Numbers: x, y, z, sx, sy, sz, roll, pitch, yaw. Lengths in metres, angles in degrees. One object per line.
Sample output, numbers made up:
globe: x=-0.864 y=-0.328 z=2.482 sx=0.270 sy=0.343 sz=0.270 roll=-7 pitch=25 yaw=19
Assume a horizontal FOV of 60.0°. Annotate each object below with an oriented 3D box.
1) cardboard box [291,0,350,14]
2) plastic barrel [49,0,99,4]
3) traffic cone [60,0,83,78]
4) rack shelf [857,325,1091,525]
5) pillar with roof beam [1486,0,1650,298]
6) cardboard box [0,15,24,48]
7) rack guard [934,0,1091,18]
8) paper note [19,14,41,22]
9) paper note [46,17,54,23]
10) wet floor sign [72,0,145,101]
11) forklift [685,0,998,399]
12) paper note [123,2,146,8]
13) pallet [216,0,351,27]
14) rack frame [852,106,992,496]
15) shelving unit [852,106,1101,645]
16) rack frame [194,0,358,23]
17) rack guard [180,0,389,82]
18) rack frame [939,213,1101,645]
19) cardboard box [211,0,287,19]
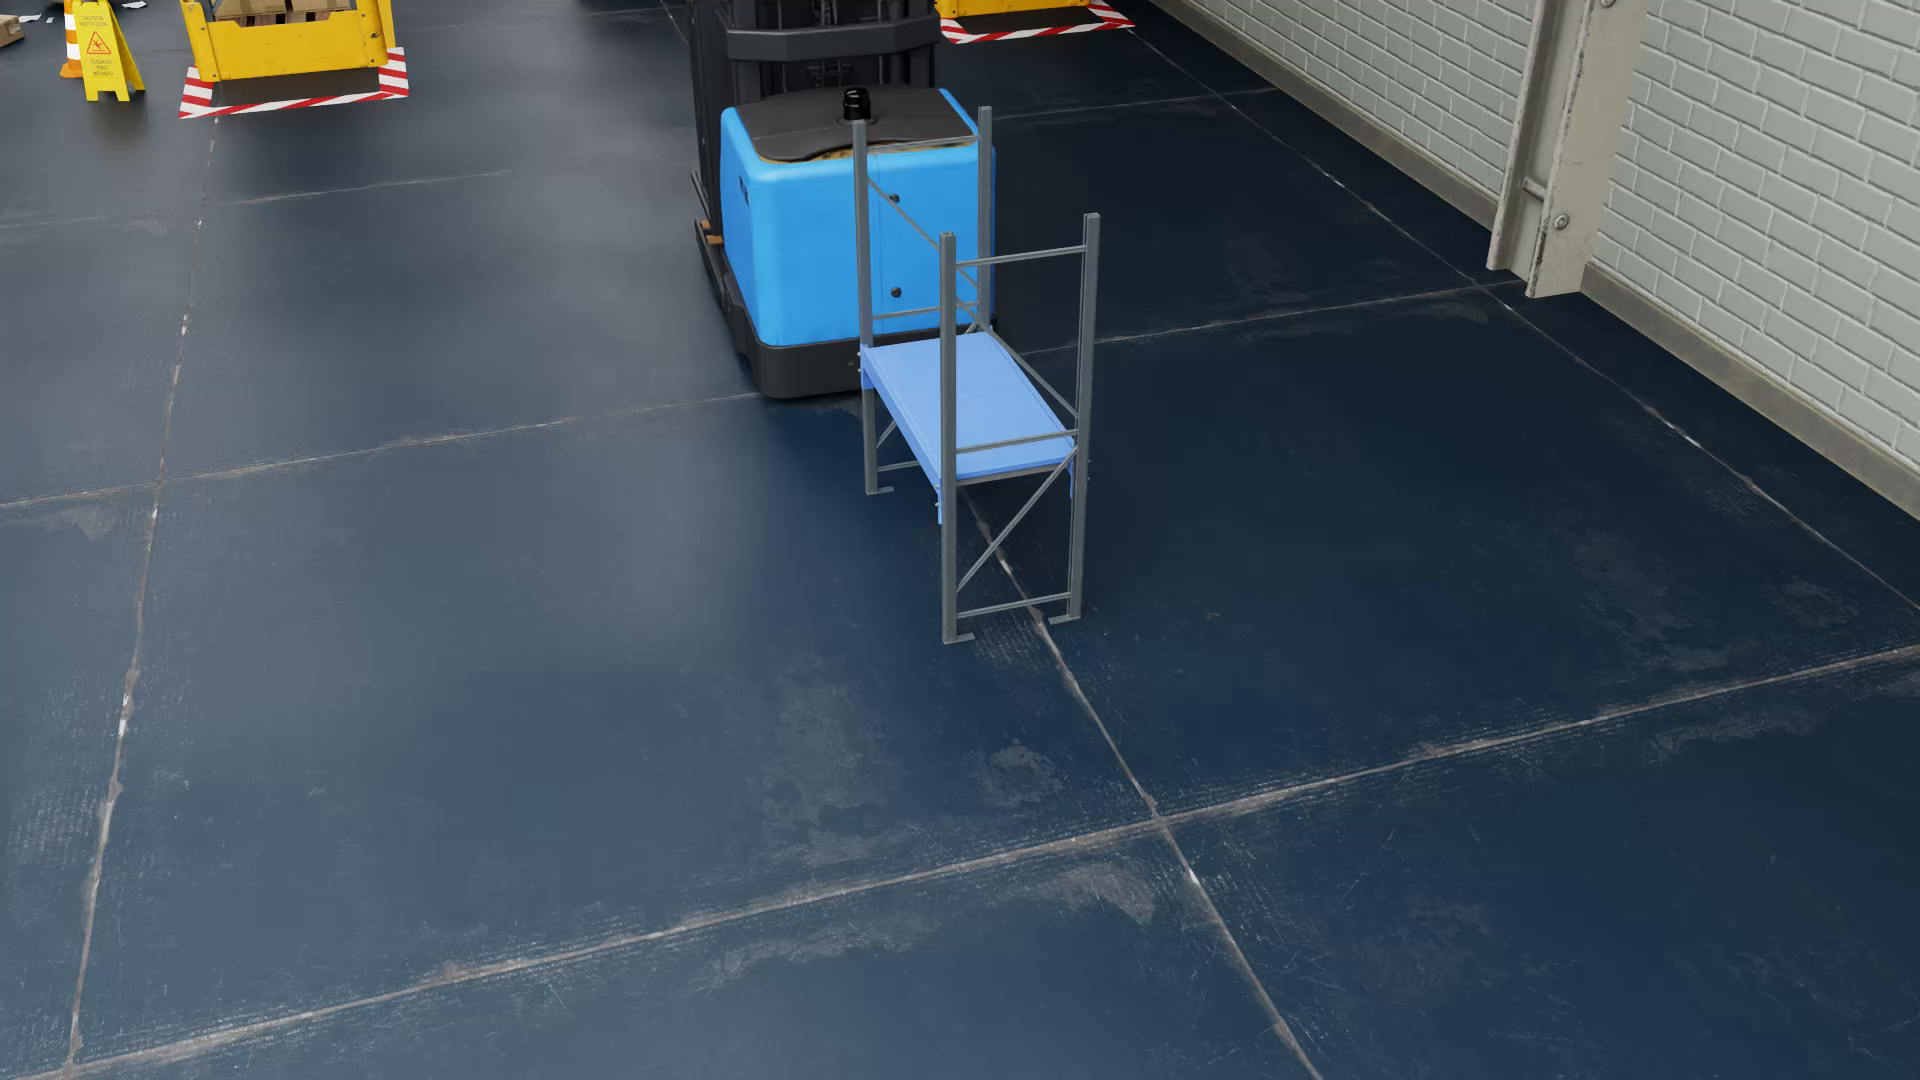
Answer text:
cardboard box: x=-4.348 y=-3.840 z=11.453 sx=0.500 sy=0.250 sz=0.500 roll=-10 pitch=35 yaw=-15
plastic barrel: x=-6.437 y=-4.097 z=12.066 sx=0.512 sy=0.421 sz=0.421 roll=13 pitch=36 yaw=18
traffic cone: x=-5.725 y=-3.292 z=10.813 sx=0.336 sy=0.463 sz=0.334 roll=-10 pitch=35 yaw=-15
rack shelf: x=0.026 y=-0.431 z=5.868 sx=0.538 sy=0.185 sz=1.000 roll=-10 pitch=35 yaw=-15
pillar with roof beam: x=-1.263 y=-4.324 z=4.632 sx=9.100 sy=9.000 sz=0.400 roll=-10 pitch=35 yaw=-15
cardboard box: x=-6.689 y=-3.501 z=11.413 sx=0.380 sy=0.149 sz=0.250 roll=7 pitch=34 yaw=10
rack guard: x=0.368 y=-4.123 z=12.036 sx=1.175 sy=0.500 sz=0.348 roll=-10 pitch=35 yaw=-15
paper note: x=-6.666 y=-3.731 z=11.879 sx=0.148 sy=0.019 sz=0.142 roll=1 pitch=33 yaw=2
paper note: x=-6.484 y=-3.705 z=11.847 sx=0.032 sy=0.001 sz=0.123 roll=-10 pitch=35 yaw=-15
wet floor sign: x=-5.326 y=-3.080 z=10.326 sx=0.267 sy=0.644 sz=0.232 roll=1 pitch=33 yaw=2
forklift: x=-0.719 y=-2.627 z=7.568 sx=1.130 sy=2.935 sz=3.031 roll=-9 pitch=34 yaw=-13
paper note: x=-6.029 y=-3.915 z=12.148 sx=0.142 sy=0.019 sz=0.148 roll=-23 pitch=40 yaw=-31
pallet: x=-4.603 y=-3.651 z=11.584 sx=1.003 sy=0.211 sz=1.213 roll=-10 pitch=35 yaw=-15
rack frame: x=-0.129 y=-0.848 z=6.173 sx=0.500 sy=1.500 sz=0.032 roll=-10 pitch=35 yaw=-15
shelving unit: x=0.026 y=-0.581 z=5.769 sx=0.538 sy=1.500 sz=1.048 roll=-10 pitch=35 yaw=-15
rack frame: x=-4.365 y=-4.342 z=10.100 sx=1.000 sy=3.000 sz=0.127 roll=-10 pitch=35 yaw=-15
rack guard: x=-4.389 y=-3.339 z=10.849 sx=1.175 sy=0.500 sz=0.348 roll=-10 pitch=35 yaw=-15
rack frame: x=0.181 y=-0.314 z=5.365 sx=0.500 sy=1.500 sz=0.032 roll=-10 pitch=35 yaw=-15
cardboard box: x=-4.875 y=-3.762 z=11.335 sx=0.500 sy=0.250 sz=0.500 roll=-10 pitch=35 yaw=-15
